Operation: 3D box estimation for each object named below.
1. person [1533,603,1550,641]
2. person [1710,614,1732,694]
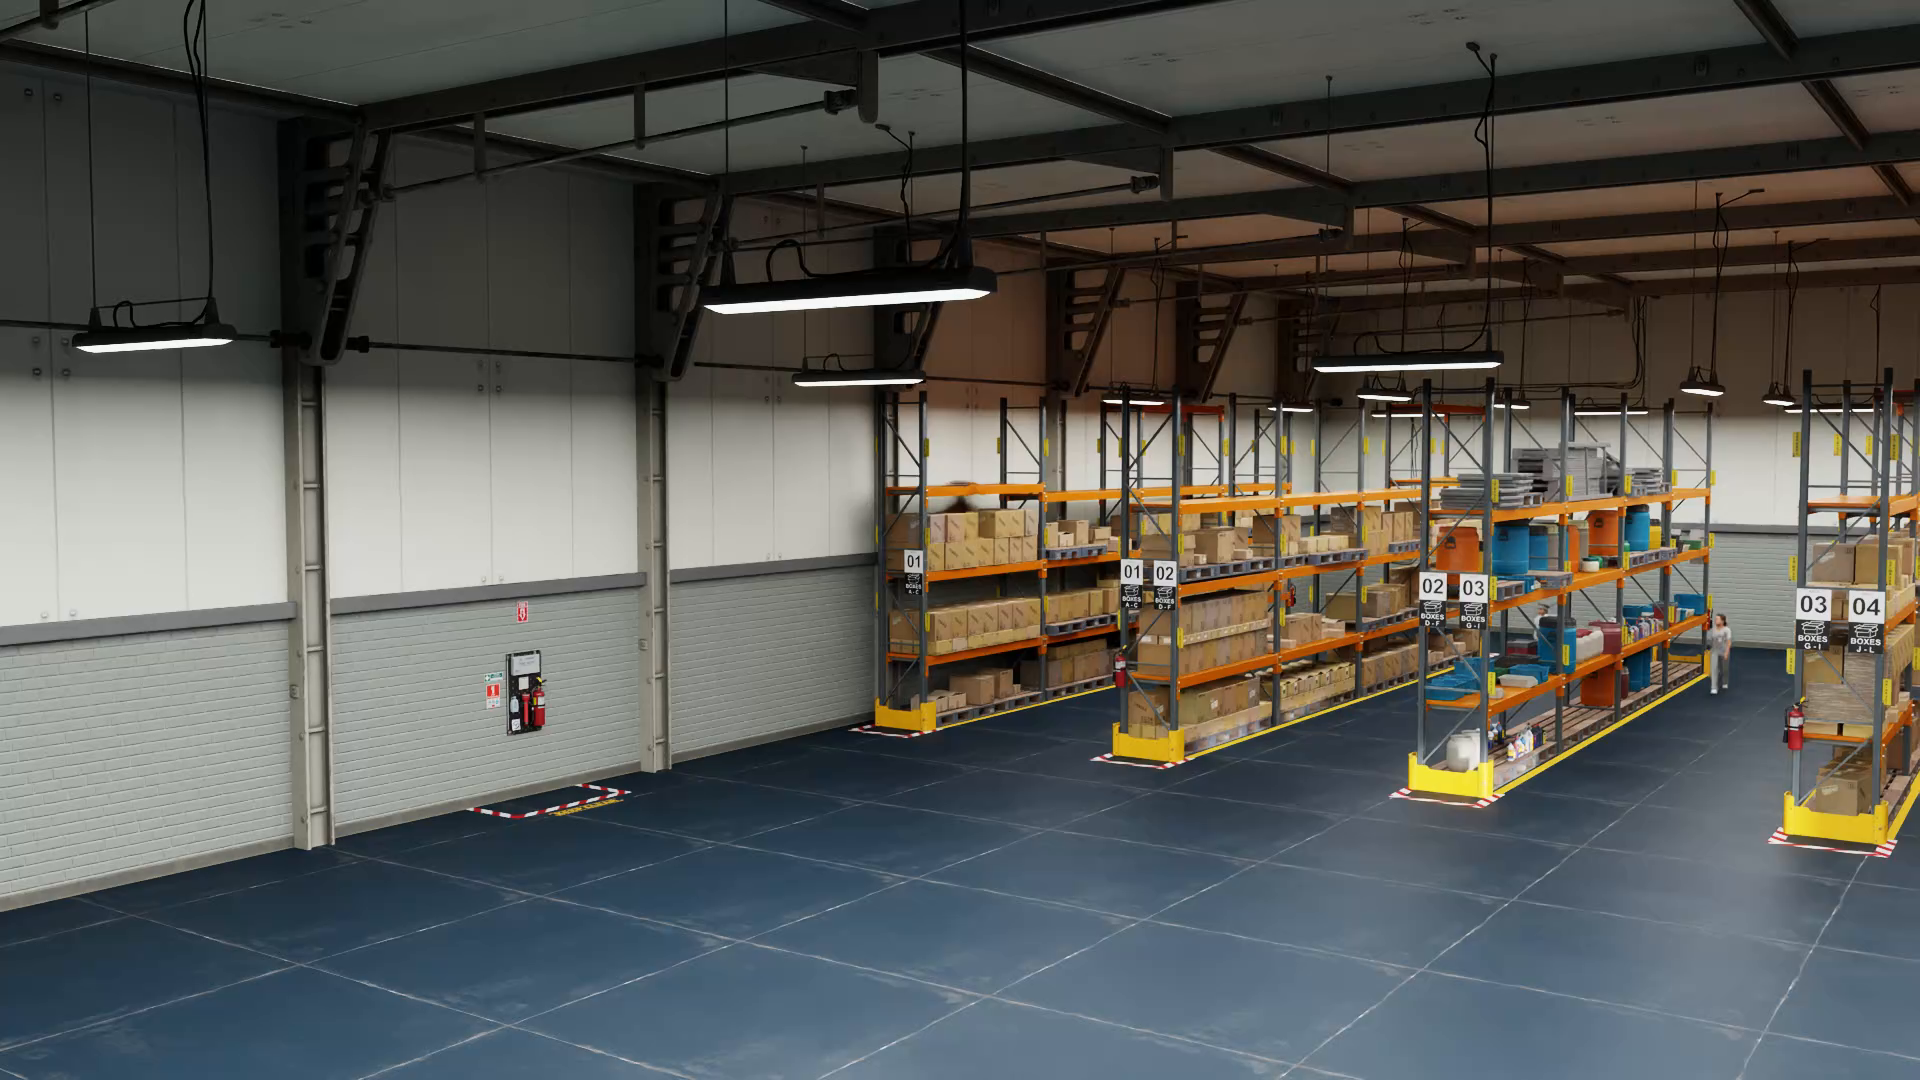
[{"bbox_3d":[12.616,2.176,35.982,0.481,1.636,0.983,2,4,31],"label":"person"},{"bbox_3d":[15.499,2.314,33.880,0.413,1.621,1.064,2,4,30],"label":"person"}]
